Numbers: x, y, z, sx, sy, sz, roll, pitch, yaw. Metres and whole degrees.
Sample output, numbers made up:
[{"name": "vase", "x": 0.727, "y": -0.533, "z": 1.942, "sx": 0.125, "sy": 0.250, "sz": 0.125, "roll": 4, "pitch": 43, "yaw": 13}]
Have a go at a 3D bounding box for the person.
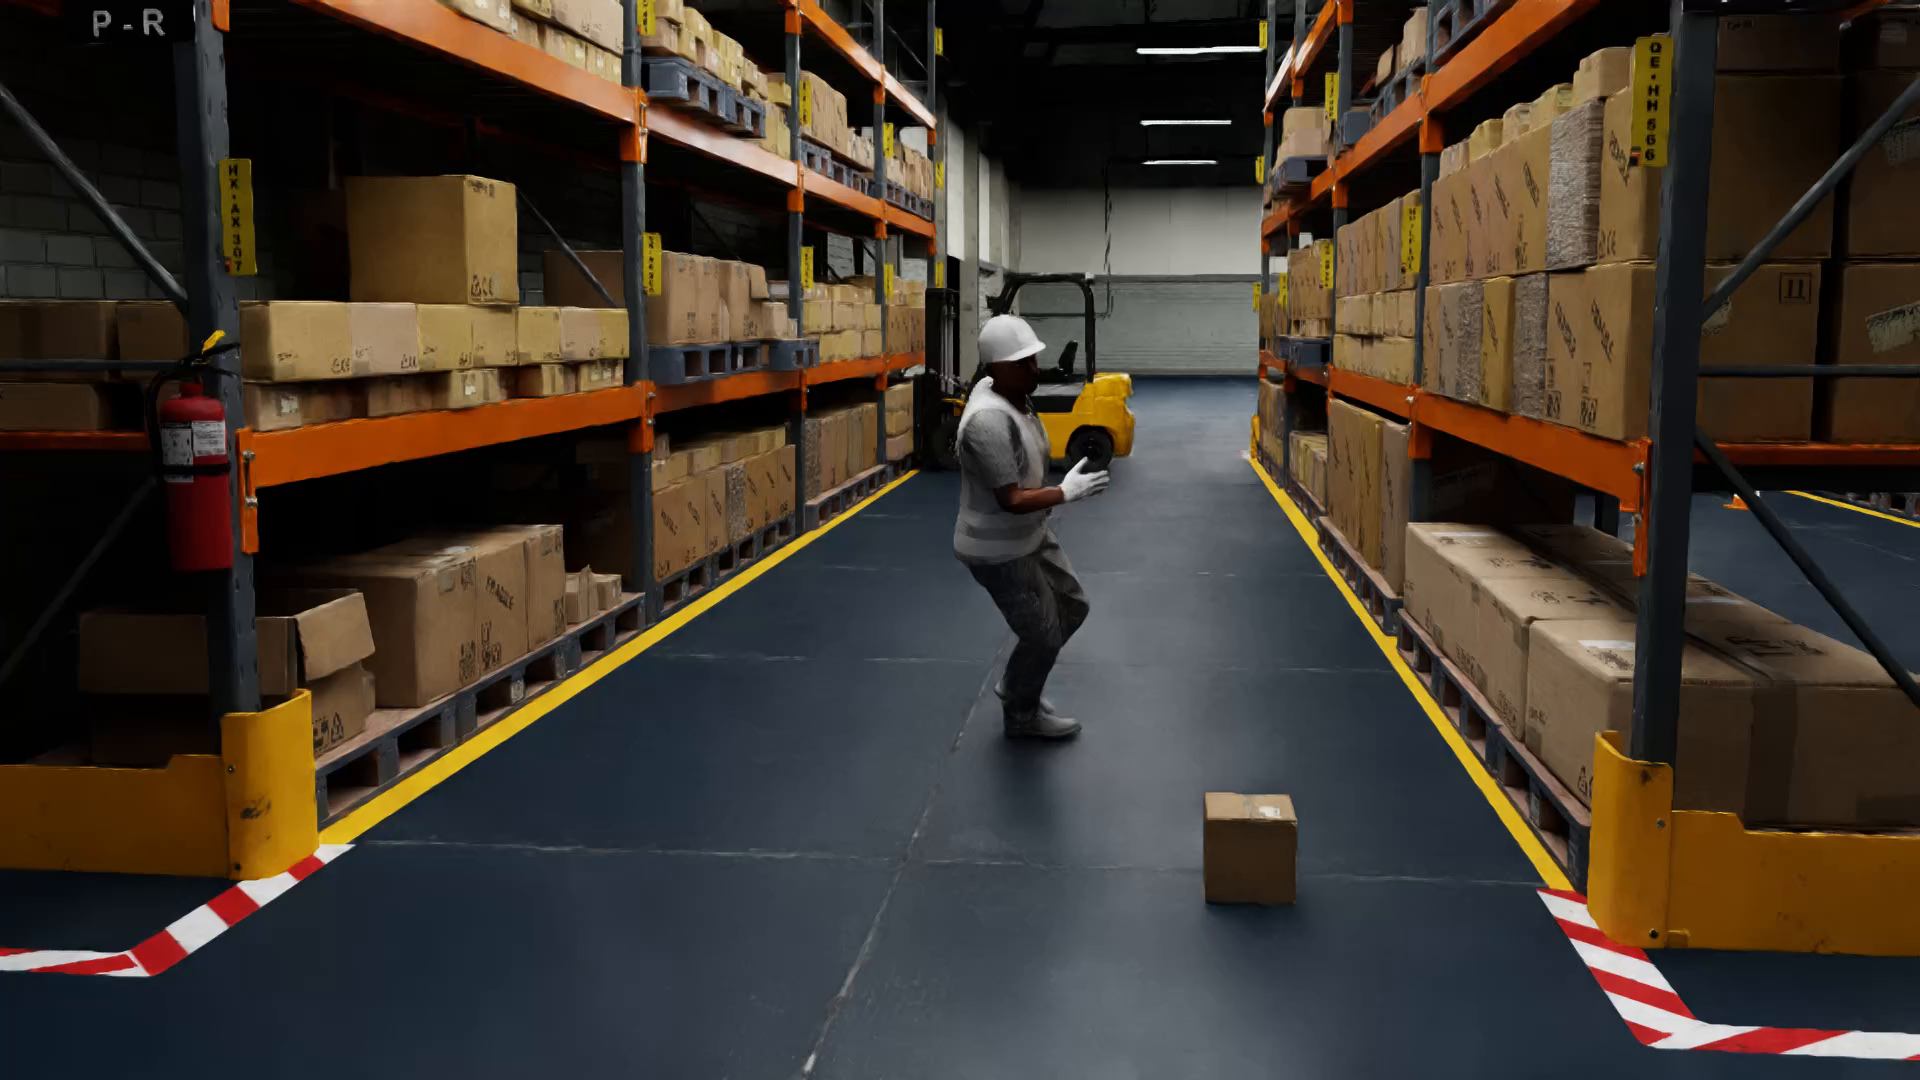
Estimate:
[{"name": "person", "x": 0.291, "y": -0.014, "z": 6.298, "sx": 0.573, "sy": 1.663, "sz": 0.944, "roll": 1, "pitch": 8, "yaw": 11}]
